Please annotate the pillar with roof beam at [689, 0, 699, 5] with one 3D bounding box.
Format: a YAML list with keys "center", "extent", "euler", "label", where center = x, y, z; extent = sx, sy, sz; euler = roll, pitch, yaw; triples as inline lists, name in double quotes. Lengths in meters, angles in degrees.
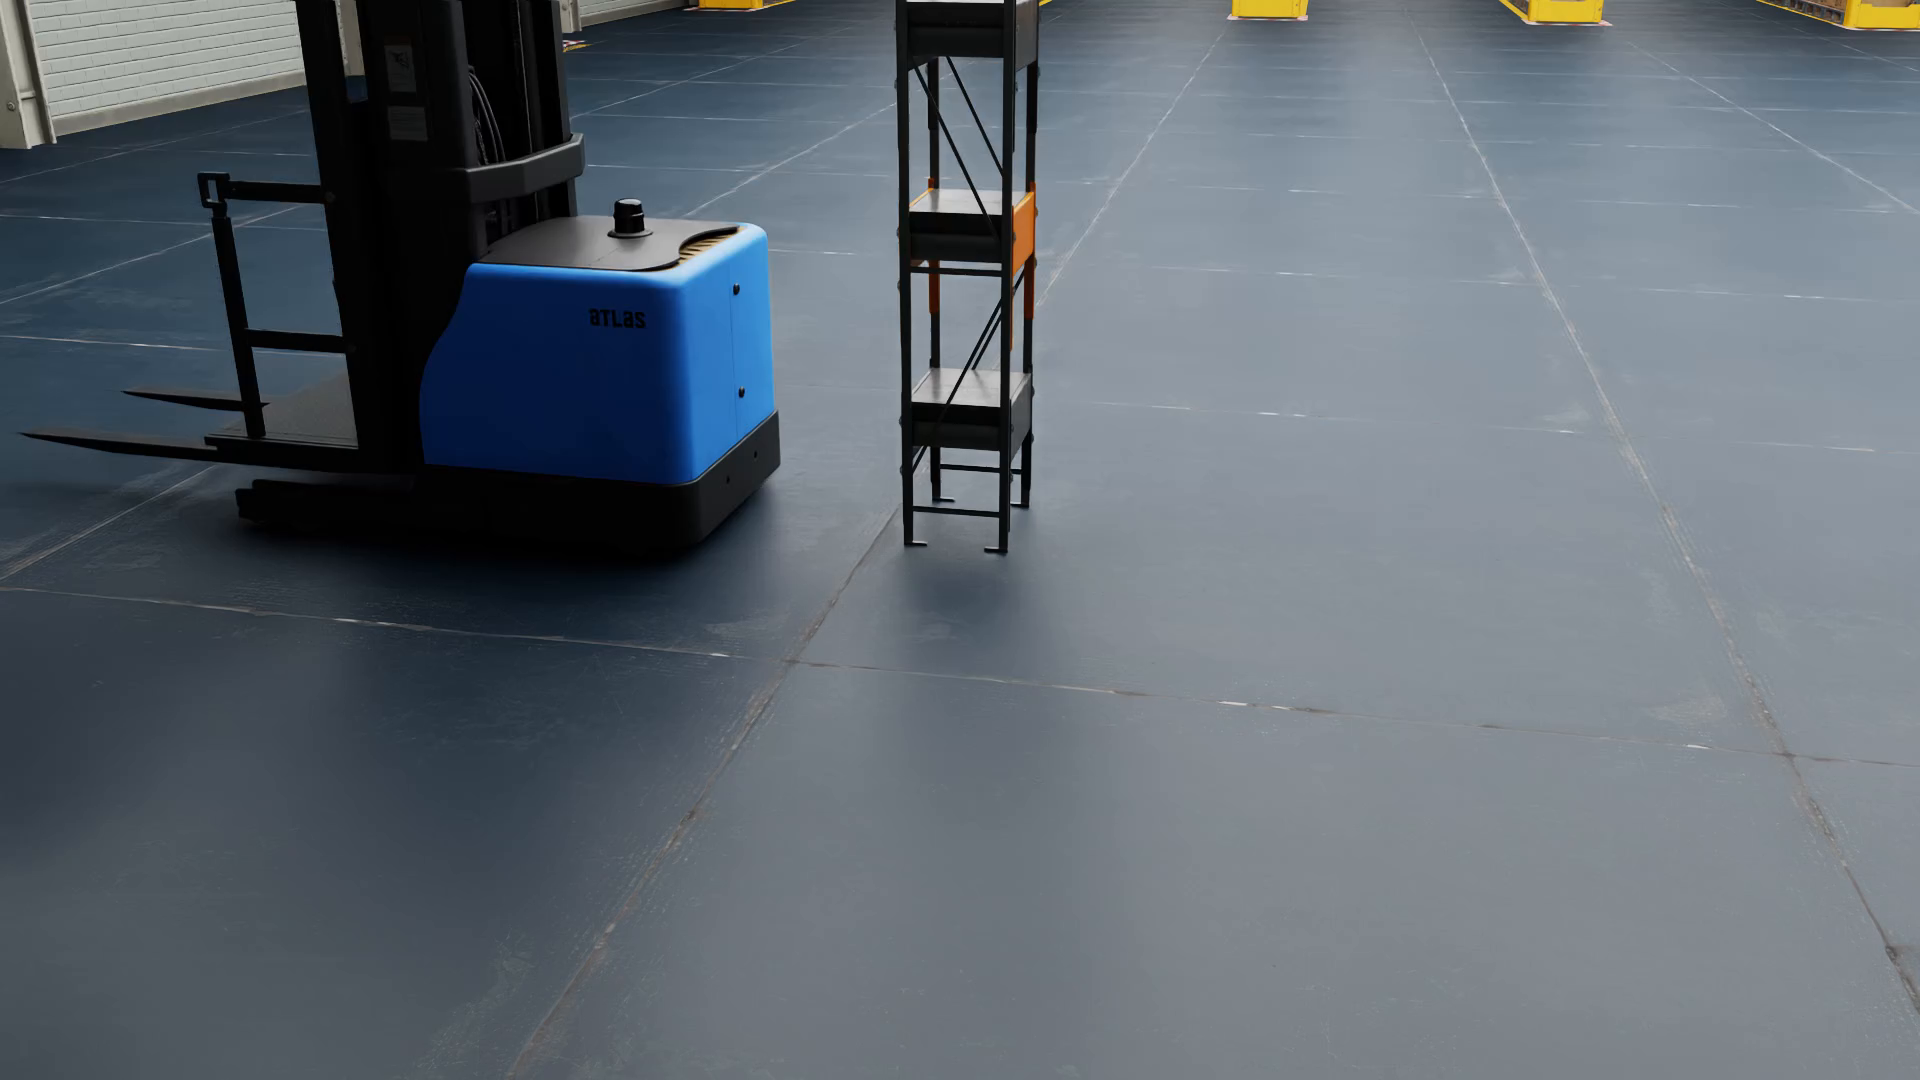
- center: [-0.787, -14.103, 29.326]
  extent: [9.100, 9.000, 0.400]
  euler: [4, 22, 11]
  label: "pillar with roof beam"

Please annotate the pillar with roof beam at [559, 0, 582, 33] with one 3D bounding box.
- center: [-2.011, -11.909, 23.878]
  extent: [9.100, 9.000, 0.400]
  euler: [4, 22, 11]
  label: "pillar with roof beam"

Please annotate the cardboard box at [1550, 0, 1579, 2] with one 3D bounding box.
- center: [10.394, -9.456, 28.602]
  extent: [0.500, 0.500, 0.500]
  euler: [9, 24, 21]
  label: "cardboard box"

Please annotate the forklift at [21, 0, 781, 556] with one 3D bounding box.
- center: [-2.323, -1.581, 6.355]
  extent: [3.031, 2.935, 1.130]
  euler: [5, 23, 13]
  label: "forklift"

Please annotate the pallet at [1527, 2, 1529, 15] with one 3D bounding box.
- center: [10.466, -9.223, 28.971]
  extent: [1.003, 0.211, 1.213]
  euler: [4, 22, 11]
  label: "pallet"

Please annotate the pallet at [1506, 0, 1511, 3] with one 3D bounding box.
- center: [11.223, -10.648, 32.510]
  extent: [1.003, 0.211, 1.213]
  euler: [4, 22, 11]
  label: "pallet"

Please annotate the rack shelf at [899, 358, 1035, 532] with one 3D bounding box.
- center: [0.034, -0.373, 6.378]
  extent: [0.431, 0.518, 0.480]
  euler: [4, 22, 11]
  label: "rack shelf"

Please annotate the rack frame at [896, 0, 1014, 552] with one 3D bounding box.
- center: [-0.016, -0.945, 5.890]
  extent: [0.400, 2.100, 0.015]
  euler: [4, 22, 11]
  label: "rack frame"

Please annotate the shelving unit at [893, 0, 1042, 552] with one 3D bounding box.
- center: [0.034, -1.035, 6.112]
  extent: [0.431, 2.100, 0.503]
  euler: [4, 22, 11]
  label: "shelving unit"

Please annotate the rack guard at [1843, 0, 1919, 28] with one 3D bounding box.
- center: [15.080, -8.611, 27.064]
  extent: [1.175, 0.500, 0.348]
  euler: [4, 22, 11]
  label: "rack guard"

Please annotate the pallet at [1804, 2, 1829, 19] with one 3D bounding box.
- center: [15.423, -9.229, 28.986]
  extent: [1.003, 0.211, 1.213]
  euler: [4, 22, 11]
  label: "pallet"

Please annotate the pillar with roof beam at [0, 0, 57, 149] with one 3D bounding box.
- center: [-4.460, -7.520, 12.981]
  extent: [9.100, 9.000, 0.400]
  euler: [4, 22, 11]
  label: "pillar with roof beam"

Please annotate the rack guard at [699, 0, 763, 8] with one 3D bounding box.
- center: [-4.282, -10.195, 30.999]
  extent: [1.175, 0.500, 0.348]
  euler: [4, 22, 11]
  label: "rack guard"

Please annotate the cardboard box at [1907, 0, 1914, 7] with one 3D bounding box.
- center: [16.589, -9.438, 29.114]
  extent: [0.500, 0.500, 0.500]
  euler: [8, 23, 20]
  label: "cardboard box"

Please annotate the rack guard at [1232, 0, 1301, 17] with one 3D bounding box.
- center: [5.371, -9.443, 29.132]
  extent: [1.175, 0.500, 0.348]
  euler: [4, 22, 11]
  label: "rack guard"

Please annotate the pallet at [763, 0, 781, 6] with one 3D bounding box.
- center: [-4.082, -10.355, 31.784]
  extent: [1.003, 0.211, 1.213]
  euler: [4, 22, 11]
  label: "pallet"

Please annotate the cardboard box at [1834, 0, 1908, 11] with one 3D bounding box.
- center: [15.159, -9.241, 27.566]
  extent: [0.875, 0.875, 0.875]
  euler: [5, 22, 11]
  label: "cardboard box"

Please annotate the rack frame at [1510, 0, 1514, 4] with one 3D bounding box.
- center: [11.066, -11.657, 31.282]
  extent: [1.000, 3.000, 0.127]
  euler: [4, 22, 11]
  label: "rack frame"

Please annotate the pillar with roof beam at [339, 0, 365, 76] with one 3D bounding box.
- center: [-3.236, -9.715, 18.429]
  extent: [9.100, 9.000, 0.400]
  euler: [4, 22, 11]
  label: "pillar with roof beam"

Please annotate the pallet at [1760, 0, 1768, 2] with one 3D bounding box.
- center: [16.231, -10.684, 32.599]
  extent: [1.003, 0.211, 1.213]
  euler: [4, 22, 11]
  label: "pallet"

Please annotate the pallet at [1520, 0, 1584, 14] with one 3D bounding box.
- center: [10.717, -9.668, 30.075]
  extent: [1.003, 0.211, 1.213]
  euler: [4, 22, 11]
  label: "pallet"

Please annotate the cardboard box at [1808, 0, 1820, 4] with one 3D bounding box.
- center: [15.524, -9.896, 29.193]
  extent: [0.875, 0.875, 0.875]
  euler: [5, 22, 11]
  label: "cardboard box"

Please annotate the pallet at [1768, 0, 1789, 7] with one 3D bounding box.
- center: [15.985, -10.236, 31.487]
  extent: [1.003, 0.211, 1.213]
  euler: [4, 22, 11]
  label: "pallet"

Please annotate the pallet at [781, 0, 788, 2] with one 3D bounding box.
- center: [-3.830, -10.800, 32.888]
  extent: [1.003, 0.211, 1.213]
  euler: [4, 22, 11]
  label: "pallet"

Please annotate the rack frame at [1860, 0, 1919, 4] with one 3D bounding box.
- center: [15.085, -9.779, 26.619]
  extent: [1.000, 3.000, 0.127]
  euler: [4, 22, 11]
  label: "rack frame"

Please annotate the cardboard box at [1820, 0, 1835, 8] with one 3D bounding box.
- center: [15.336, -9.563, 28.365]
  extent: [0.875, 0.875, 0.875]
  euler: [4, 22, 10]
  label: "cardboard box"

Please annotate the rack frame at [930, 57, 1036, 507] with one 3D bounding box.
- center: [0.084, -1.124, 6.333]
  extent: [0.400, 2.100, 0.015]
  euler: [4, 22, 11]
  label: "rack frame"

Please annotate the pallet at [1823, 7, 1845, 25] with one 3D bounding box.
- center: [15.171, -8.784, 27.881]
  extent: [1.003, 0.211, 1.213]
  euler: [4, 22, 11]
  label: "pallet"

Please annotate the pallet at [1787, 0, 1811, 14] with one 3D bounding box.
- center: [15.669, -9.676, 30.097]
  extent: [1.003, 0.211, 1.213]
  euler: [4, 22, 11]
  label: "pallet"

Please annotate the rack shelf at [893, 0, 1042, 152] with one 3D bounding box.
- center: [0.034, -1.671, 5.855]
  extent: [0.431, 0.518, 0.480]
  euler: [4, 22, 11]
  label: "rack shelf"

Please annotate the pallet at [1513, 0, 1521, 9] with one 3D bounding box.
- center: [10.964, -10.115, 31.187]
  extent: [1.003, 0.211, 1.213]
  euler: [4, 22, 11]
  label: "pallet"

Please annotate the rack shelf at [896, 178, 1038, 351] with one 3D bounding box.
- center: [0.034, -1.022, 6.117]
  extent: [0.431, 0.518, 0.480]
  euler: [4, 22, 11]
  label: "rack shelf"

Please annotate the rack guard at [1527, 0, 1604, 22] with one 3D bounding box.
- center: [10.265, -9.062, 28.186]
  extent: [1.175, 0.500, 0.348]
  euler: [4, 22, 11]
  label: "rack guard"
